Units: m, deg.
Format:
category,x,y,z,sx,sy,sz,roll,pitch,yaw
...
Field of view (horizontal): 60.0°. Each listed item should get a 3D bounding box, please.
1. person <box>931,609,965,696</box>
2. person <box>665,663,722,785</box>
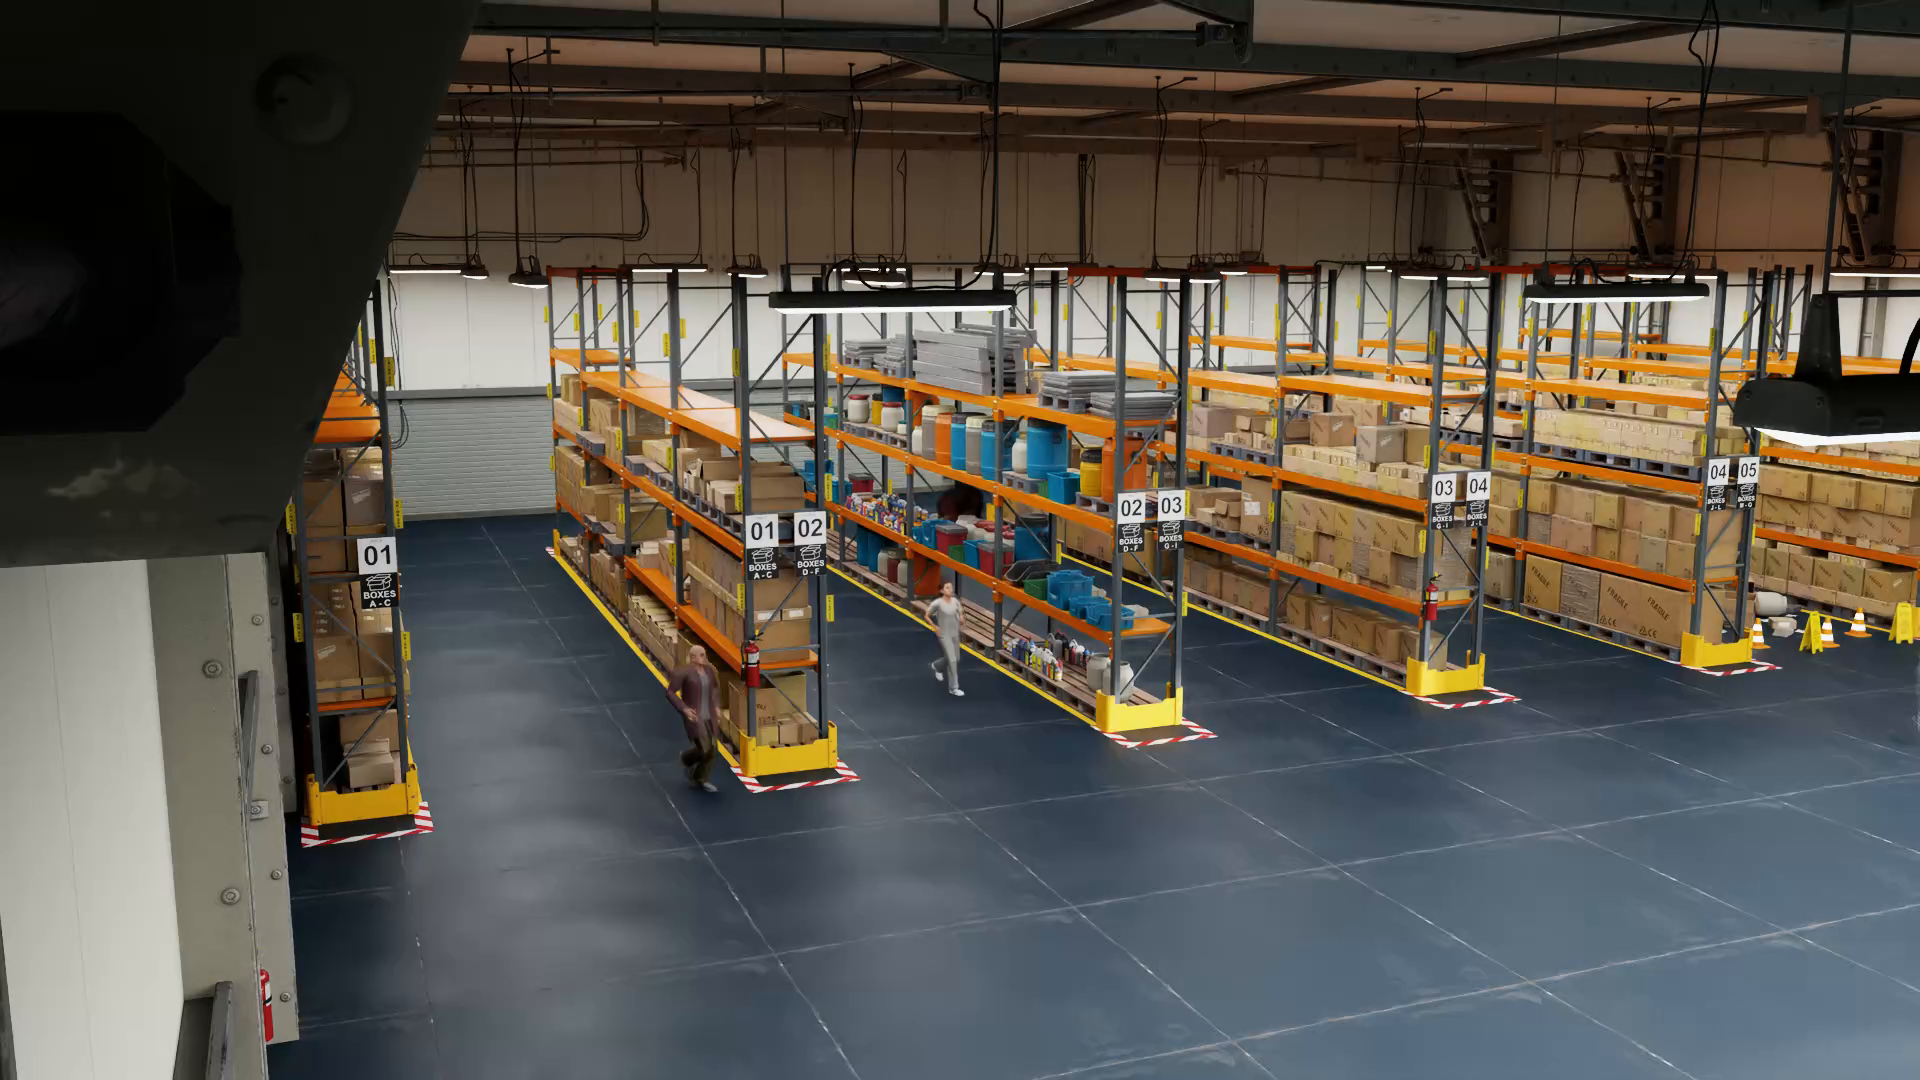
category,x,y,z,sx,sy,sz,roll,pitch,yaw
person,-0.194,1.582,24.015,0.356,1.230,0.859,-7,12,-36
person,-3.070,2.169,19.639,0.517,1.471,0.744,9,13,41
